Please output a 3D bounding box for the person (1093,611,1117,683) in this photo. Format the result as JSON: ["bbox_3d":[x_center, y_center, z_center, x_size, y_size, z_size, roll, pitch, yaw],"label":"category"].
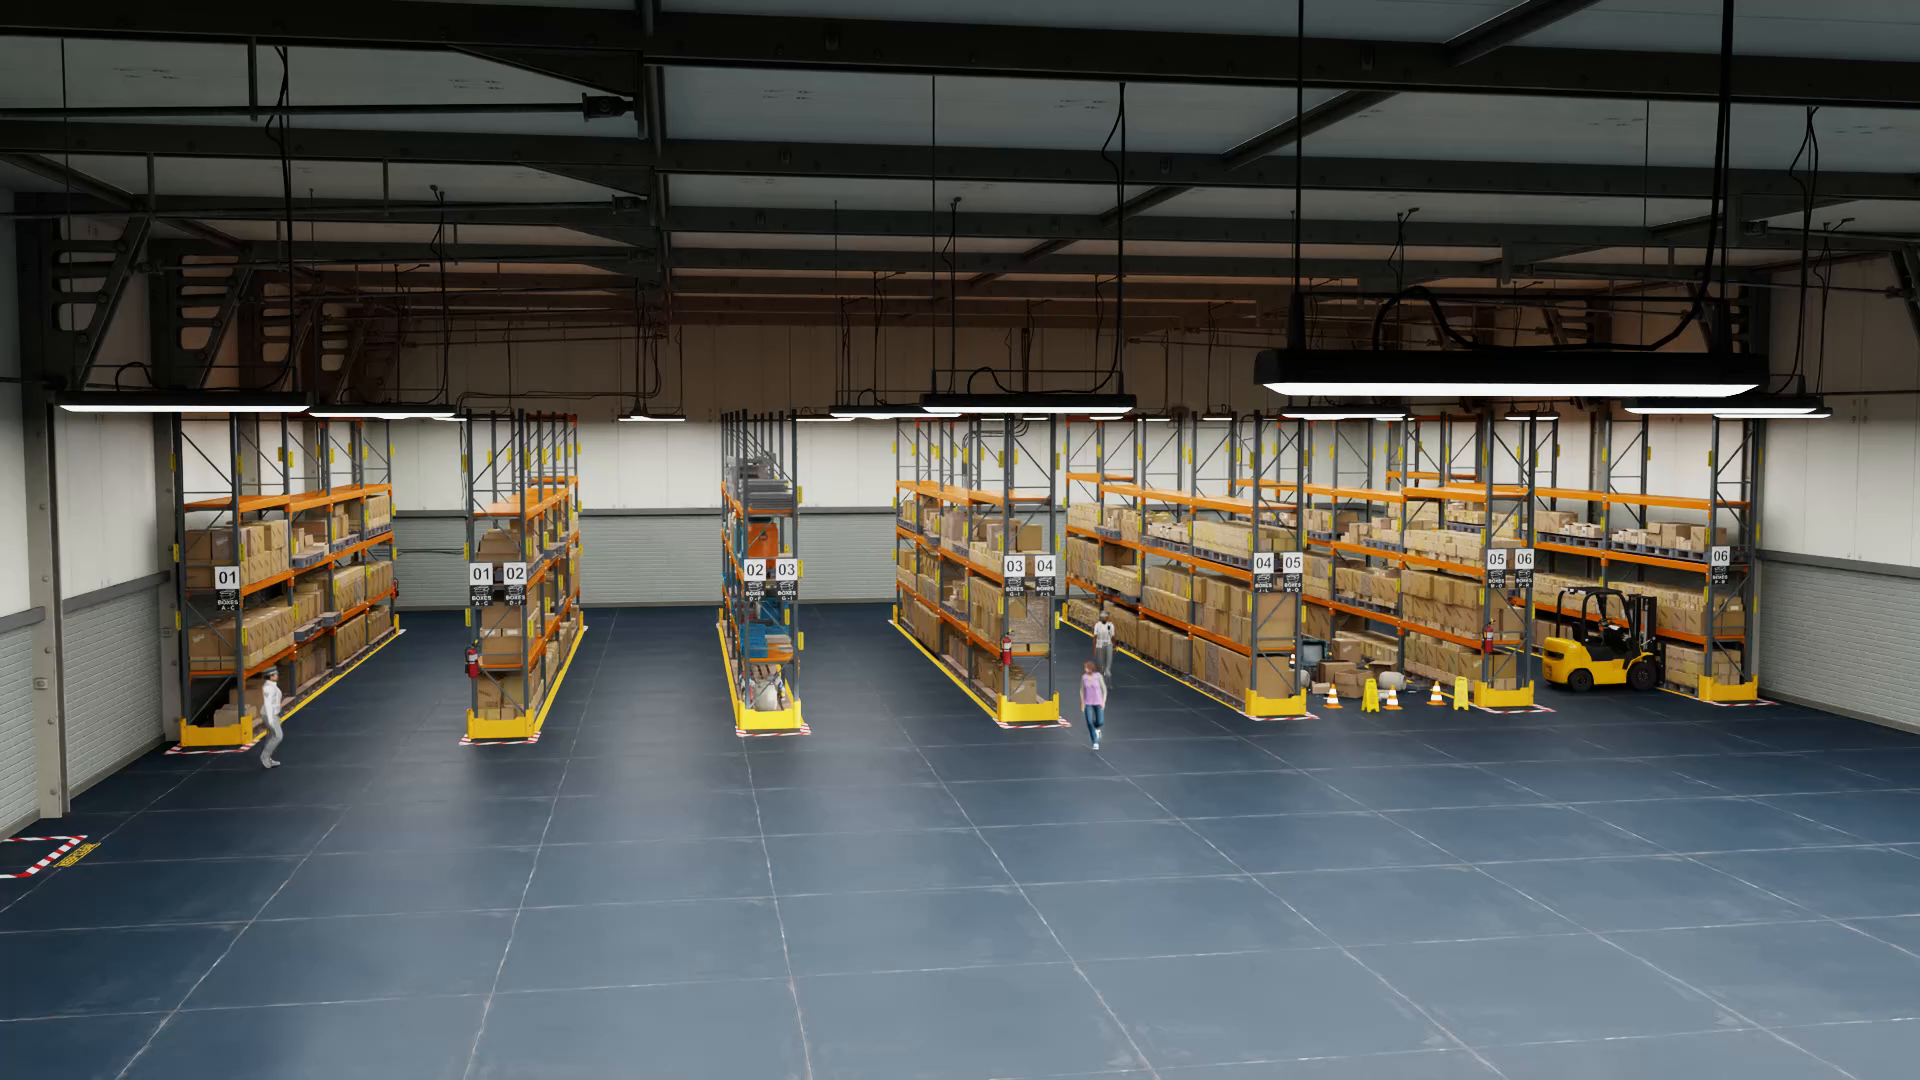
[{"bbox_3d":[3.145,2.358,36.297,0.496,1.631,0.958,1,4,14],"label":"person"}]

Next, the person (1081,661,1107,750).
[{"bbox_3d":[2.364,2.901,29.353,0.480,1.568,0.495,1,4,14],"label":"person"}]

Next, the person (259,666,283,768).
[{"bbox_3d":[-11.467,2.938,27.717,0.394,1.690,0.510,-1,4,-9],"label":"person"}]
